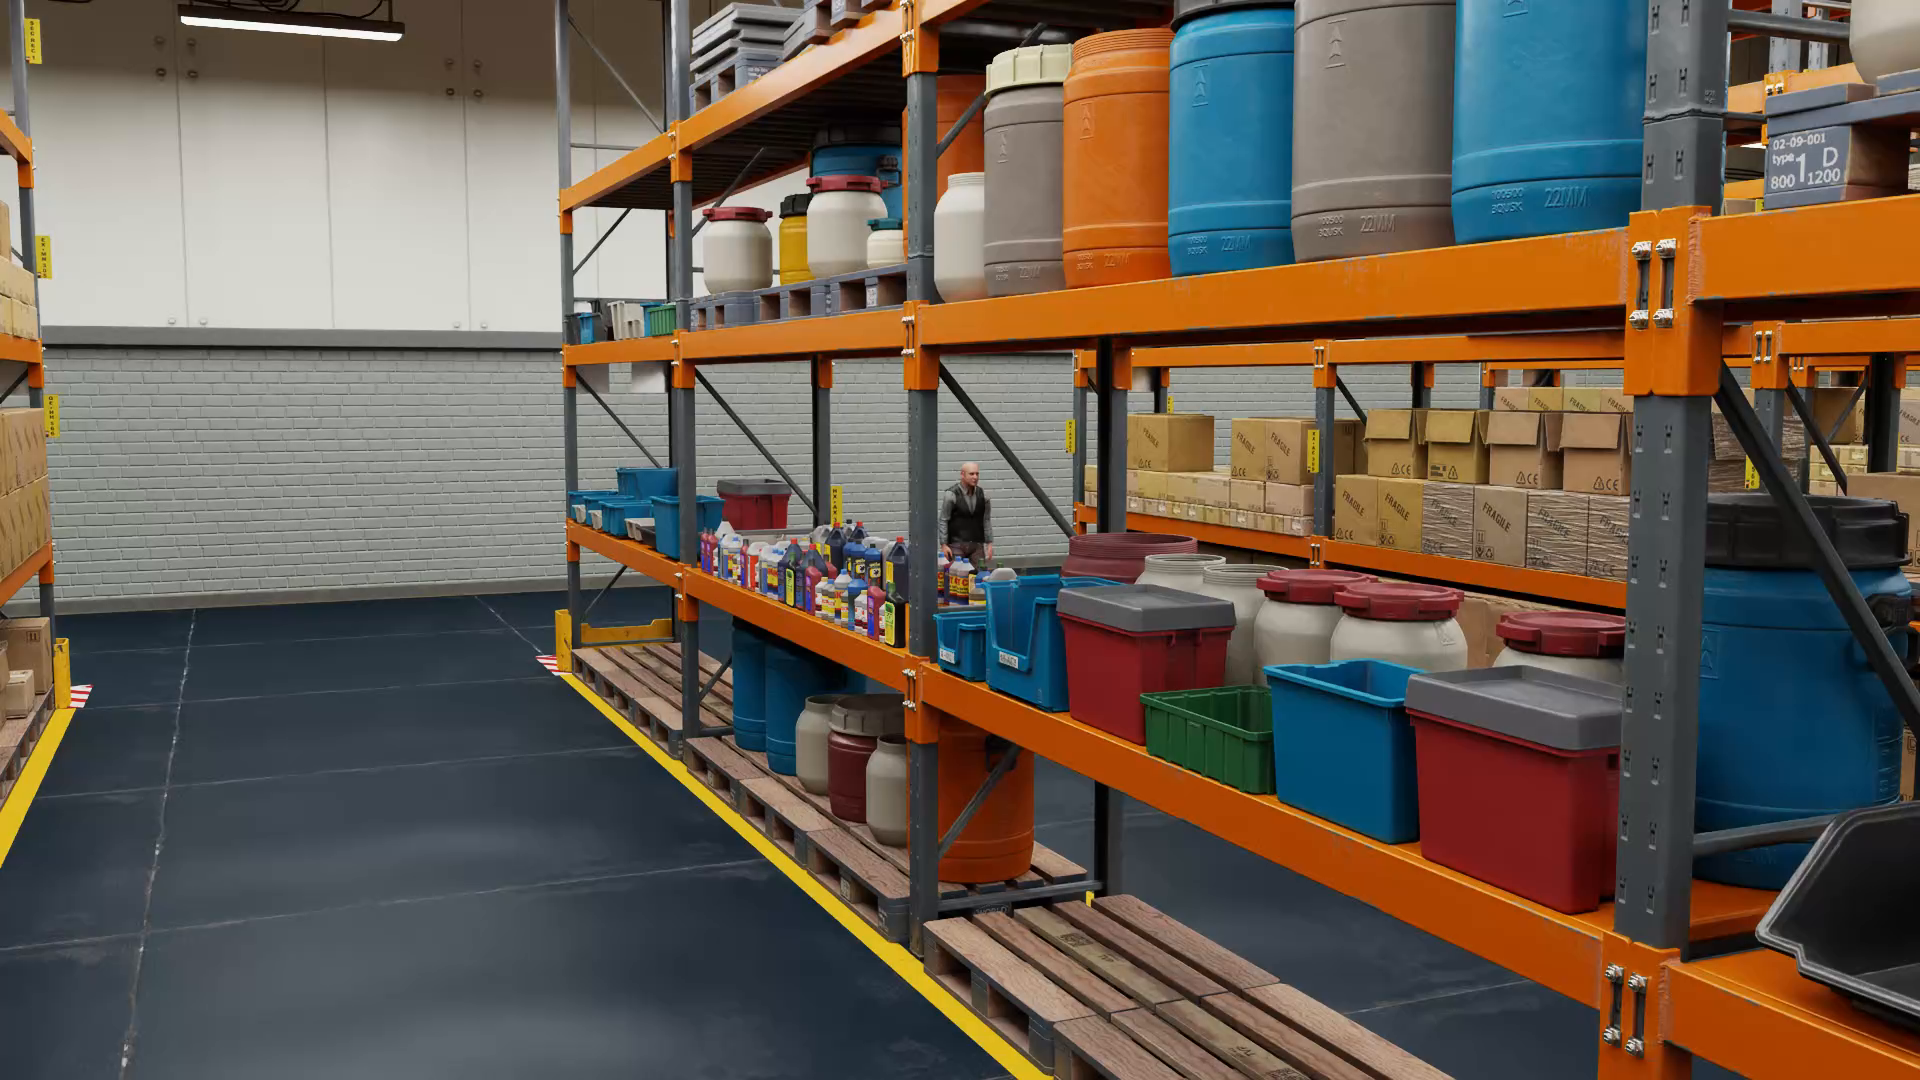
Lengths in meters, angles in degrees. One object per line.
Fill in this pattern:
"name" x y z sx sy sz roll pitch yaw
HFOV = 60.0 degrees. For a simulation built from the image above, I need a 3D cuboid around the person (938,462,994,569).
"person" 0.050 0.085 16.462 0.592 1.722 0.412 -3 6 -26
